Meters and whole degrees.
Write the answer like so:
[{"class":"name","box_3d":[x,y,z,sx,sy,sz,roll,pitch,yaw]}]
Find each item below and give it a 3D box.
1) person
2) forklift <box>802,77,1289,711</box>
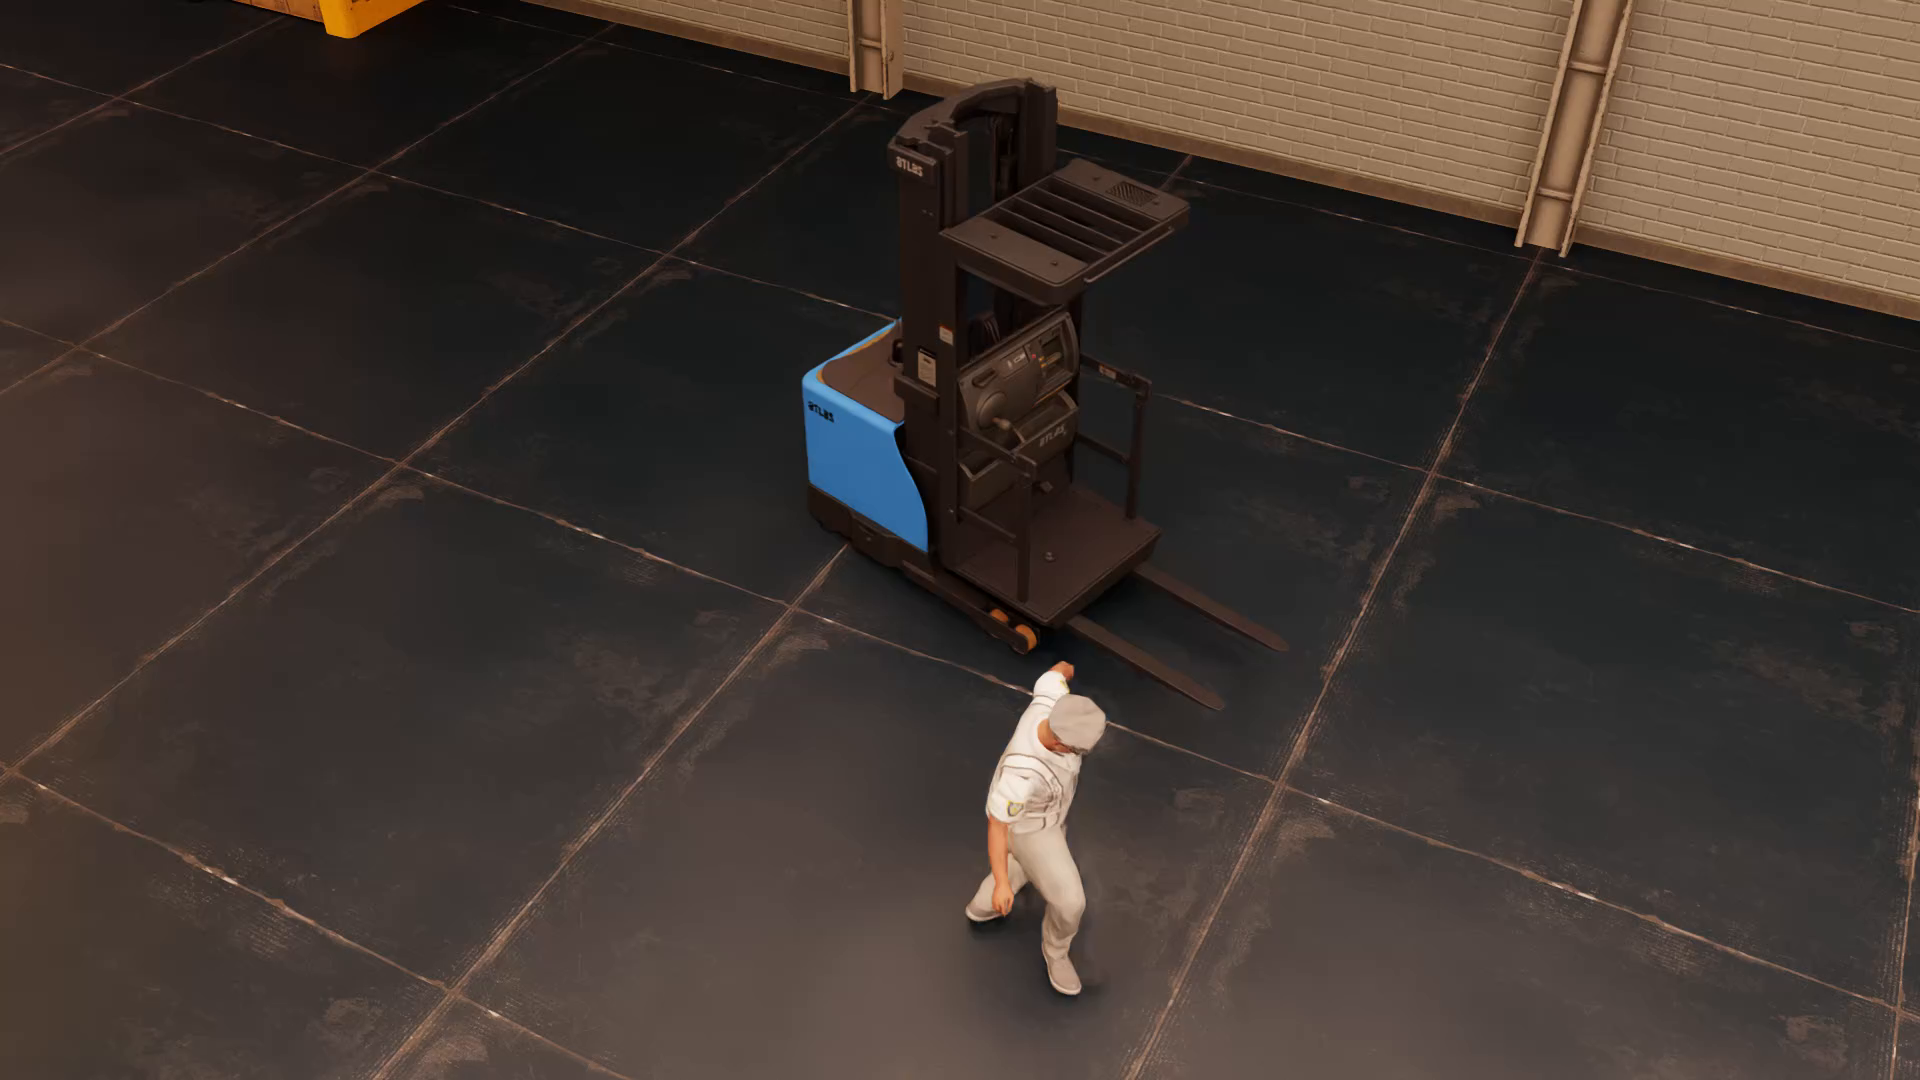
[{"class":"person","box_3d":[0.375,1.192,7.665,0.622,1.672,1.205,9,41,11]},{"class":"forklift","box_3d":[0.483,-0.857,9.004,3.031,2.935,1.130,30,49,31]}]
